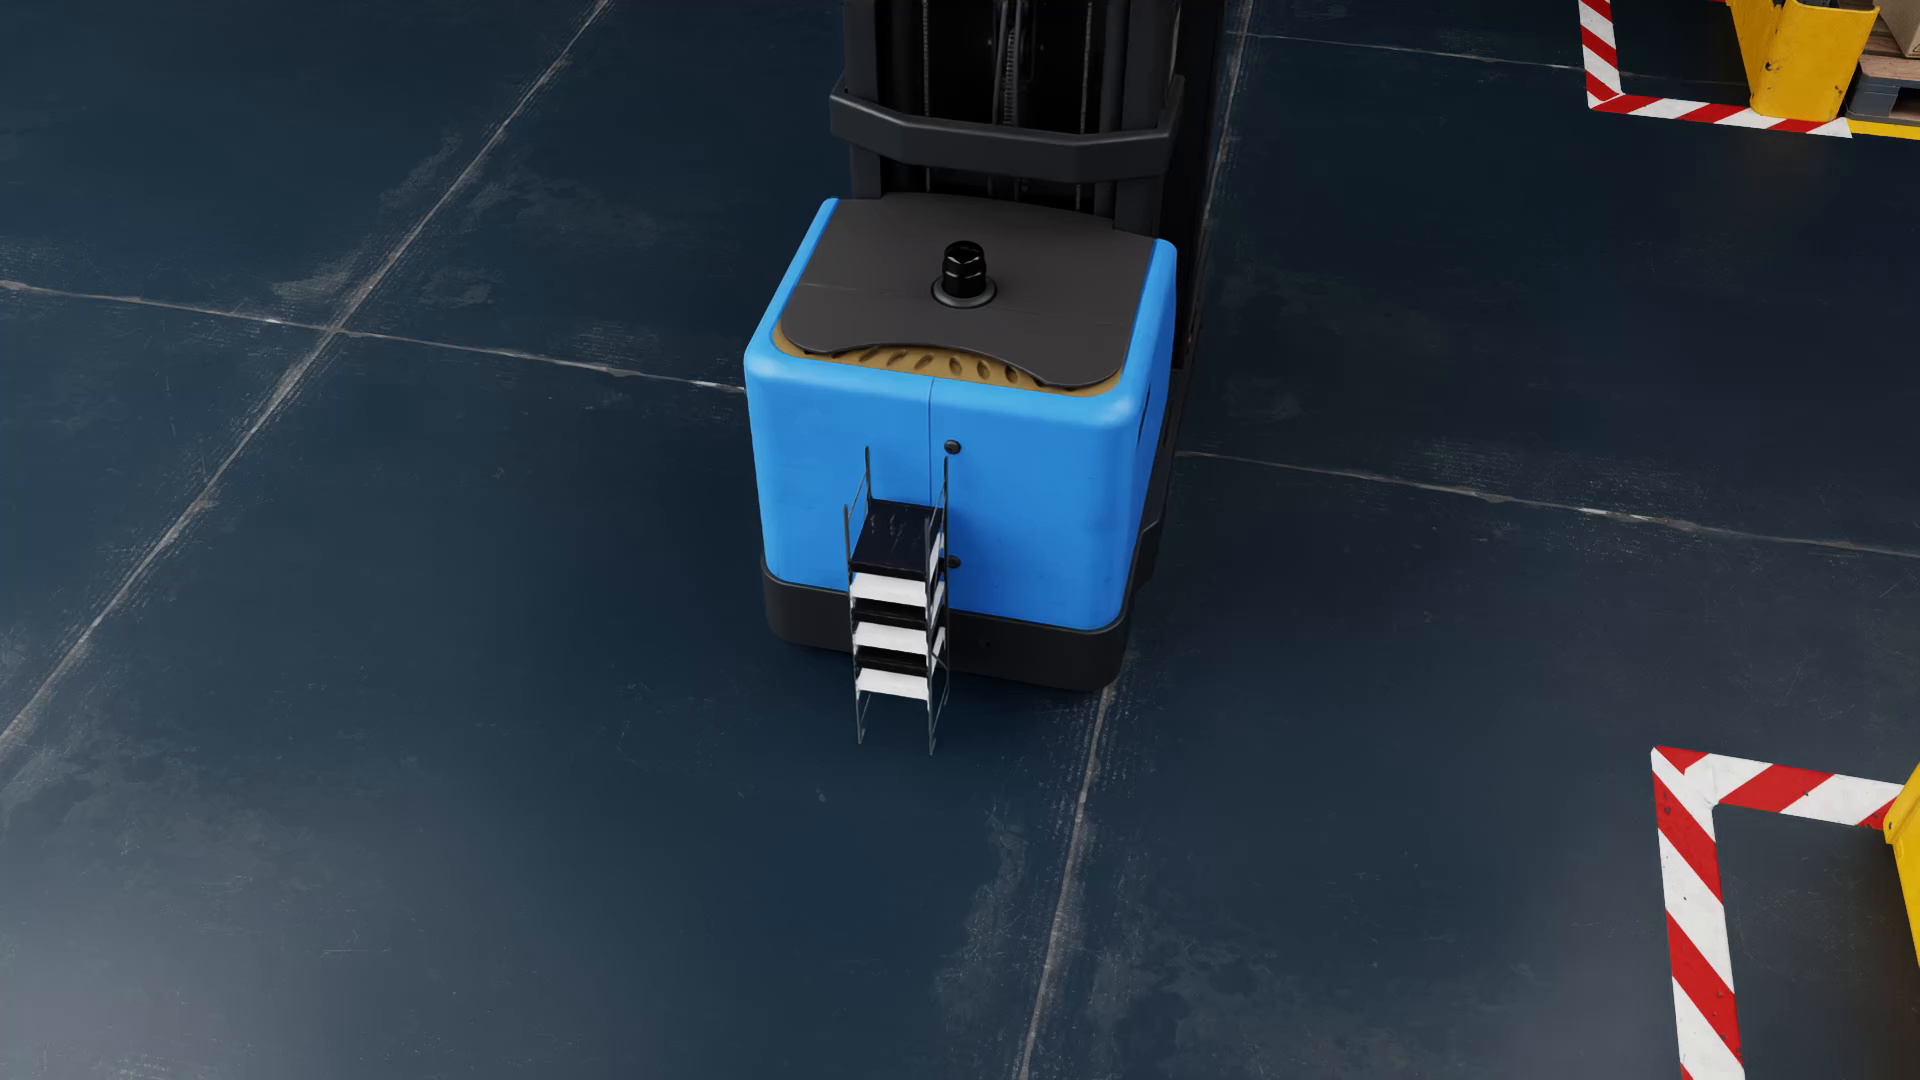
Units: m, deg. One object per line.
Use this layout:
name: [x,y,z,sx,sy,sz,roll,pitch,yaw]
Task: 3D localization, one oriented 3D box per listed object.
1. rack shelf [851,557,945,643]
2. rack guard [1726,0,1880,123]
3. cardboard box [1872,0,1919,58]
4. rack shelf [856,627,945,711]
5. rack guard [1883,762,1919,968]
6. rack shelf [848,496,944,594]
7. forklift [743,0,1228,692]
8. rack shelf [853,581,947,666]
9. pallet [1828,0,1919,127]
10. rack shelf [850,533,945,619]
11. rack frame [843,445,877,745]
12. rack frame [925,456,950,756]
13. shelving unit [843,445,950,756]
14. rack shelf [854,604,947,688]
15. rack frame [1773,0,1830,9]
rack shelf: [-0.157,0.140,4.373,0.200,0.077,0.258,8,44,8]
rack guard: [3.704,-2.375,7.357,0.348,0.500,1.175,9,45,9]
cardboard box: [4.285,-2.311,7.110,0.500,0.311,0.500,4,44,4]
rack shelf: [-0.157,0.335,4.561,0.200,0.077,0.258,8,44,8]
rack guard: [2.528,0.963,3.889,0.348,0.500,1.175,9,45,9]
rack shelf: [-0.157,0.011,4.249,0.200,0.077,0.258,8,44,8]
forklift: [0.258,-1.665,4.866,1.130,2.935,3.031,9,45,9]
rack shelf: [-0.157,0.205,4.436,0.200,0.077,0.258,8,44,8]
pallet: [4.489,-2.124,7.305,1.213,0.211,1.003,9,45,9]
rack shelf: [-0.157,0.076,4.311,0.200,0.077,0.258,8,44,8]
rack frame: [-0.257,0.167,4.427,0.006,0.900,0.240,8,44,8]
rack frame: [-0.057,0.195,4.398,0.006,0.900,0.240,8,44,8]
shelving unit: [-0.157,0.181,4.413,0.210,0.900,0.258,8,44,8]
rack shelf: [-0.157,0.270,4.498,0.200,0.077,0.258,8,44,8]
rack frame: [3.630,-3.287,6.502,0.127,3.000,1.000,9,45,9]
